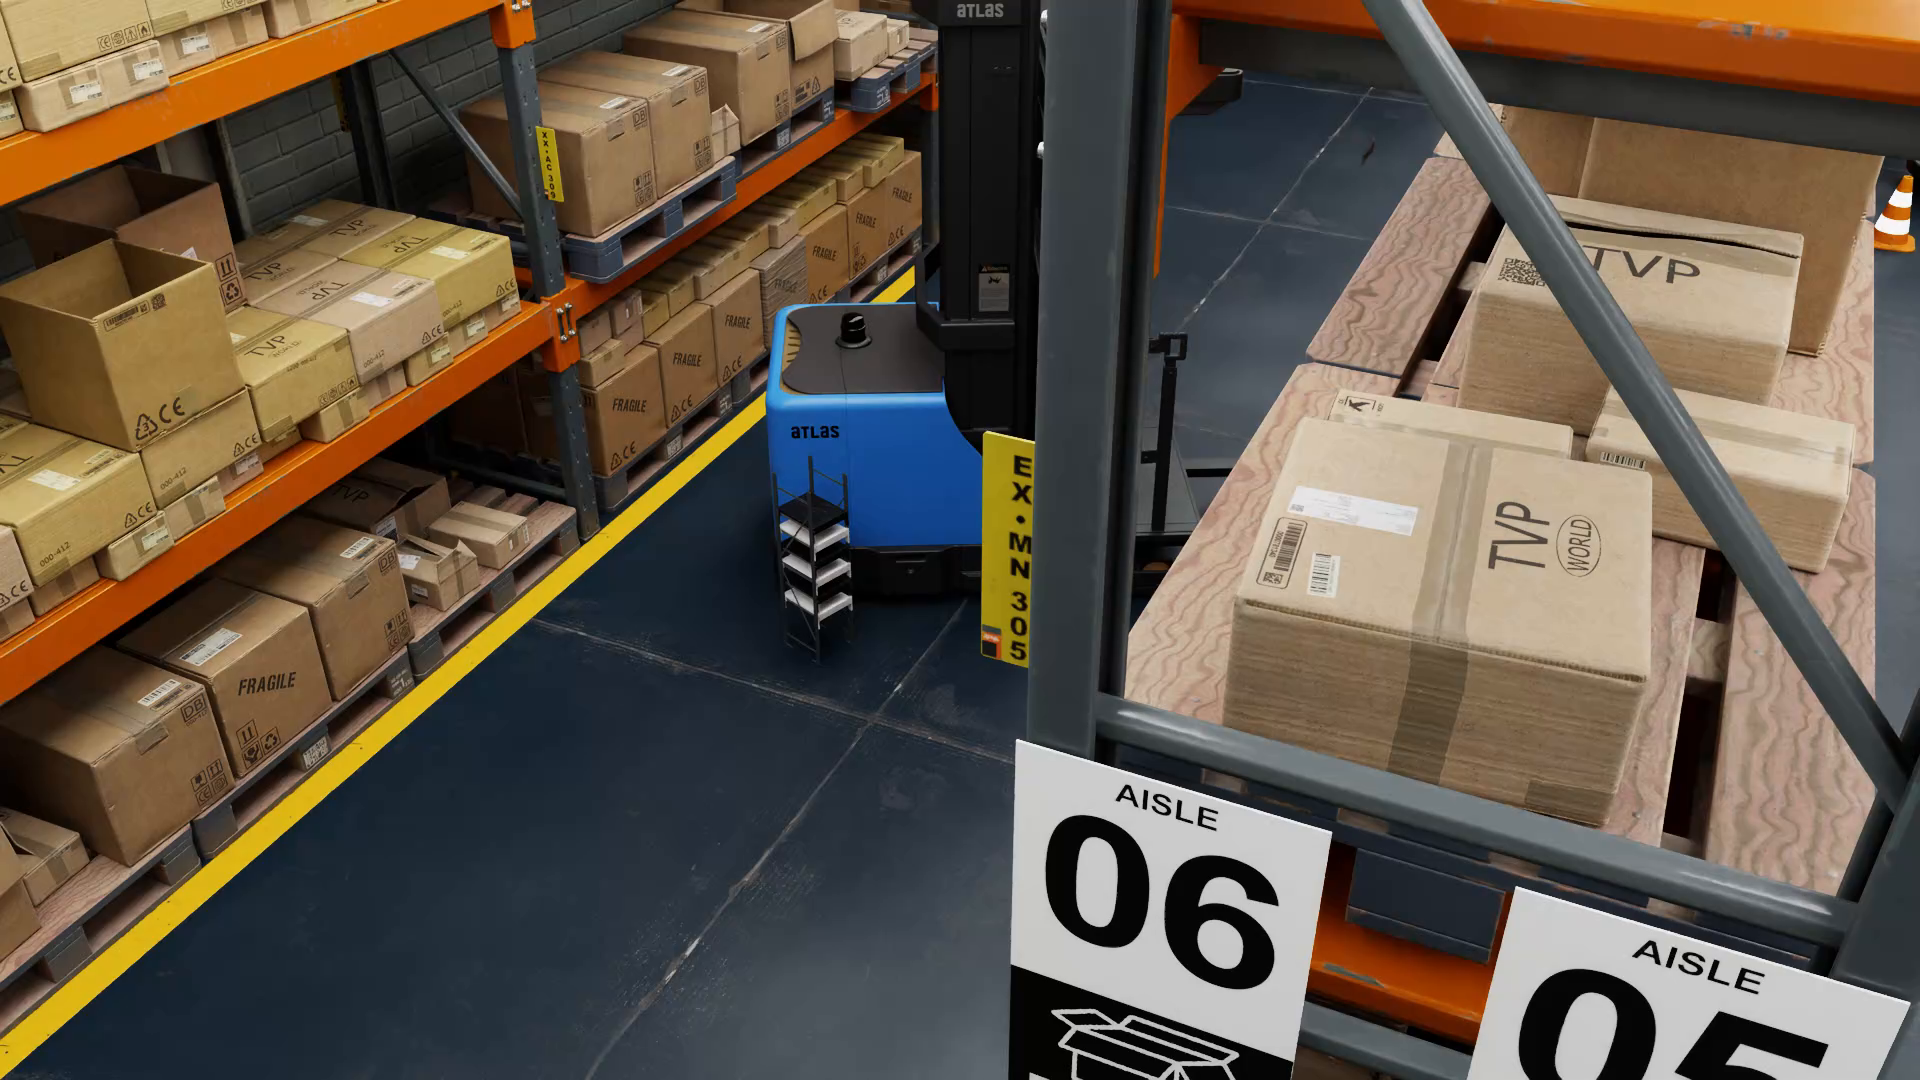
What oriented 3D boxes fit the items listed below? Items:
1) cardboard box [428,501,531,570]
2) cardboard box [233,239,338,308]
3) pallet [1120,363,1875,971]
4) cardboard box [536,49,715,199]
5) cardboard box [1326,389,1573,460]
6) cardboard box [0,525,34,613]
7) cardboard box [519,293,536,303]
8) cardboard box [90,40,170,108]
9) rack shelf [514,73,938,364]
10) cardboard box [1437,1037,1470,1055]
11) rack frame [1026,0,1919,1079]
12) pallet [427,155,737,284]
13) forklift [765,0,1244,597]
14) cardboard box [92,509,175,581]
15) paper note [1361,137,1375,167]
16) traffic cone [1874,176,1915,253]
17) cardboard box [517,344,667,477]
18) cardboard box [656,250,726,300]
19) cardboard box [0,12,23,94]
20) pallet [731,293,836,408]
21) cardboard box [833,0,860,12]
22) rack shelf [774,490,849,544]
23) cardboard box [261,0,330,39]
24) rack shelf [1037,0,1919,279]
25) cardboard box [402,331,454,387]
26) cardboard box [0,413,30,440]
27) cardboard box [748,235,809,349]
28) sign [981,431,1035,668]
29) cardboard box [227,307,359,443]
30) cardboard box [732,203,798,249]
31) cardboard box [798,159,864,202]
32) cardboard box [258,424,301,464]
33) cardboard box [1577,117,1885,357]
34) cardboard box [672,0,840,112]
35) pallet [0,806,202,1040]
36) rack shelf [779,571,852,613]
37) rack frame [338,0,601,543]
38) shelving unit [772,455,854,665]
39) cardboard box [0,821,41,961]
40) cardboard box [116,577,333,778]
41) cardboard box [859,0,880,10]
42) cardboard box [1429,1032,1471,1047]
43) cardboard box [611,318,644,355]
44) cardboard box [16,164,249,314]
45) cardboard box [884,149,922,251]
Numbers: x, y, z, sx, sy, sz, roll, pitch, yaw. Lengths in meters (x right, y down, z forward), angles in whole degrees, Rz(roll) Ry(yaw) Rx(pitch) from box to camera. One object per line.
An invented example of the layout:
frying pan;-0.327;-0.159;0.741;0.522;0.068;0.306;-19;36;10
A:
cardboard box;-2.243;-0.024;7.768;0.380;0.149;0.250;13;35;19
cardboard box;-2.932;-1.011;6.922;0.500;0.250;0.500;14;36;20
pallet;0.861;0.154;2.624;1.003;0.211;1.213;14;36;20
cardboard box;-1.654;-2.050;8.167;0.700;0.500;0.500;15;36;21
cardboard box;0.769;-0.095;2.679;0.380;0.149;0.250;11;35;17
cardboard box;-3.304;0.130;5.182;0.500;0.250;0.500;15;36;21
cardboard box;-2.279;-1.169;8.602;0.380;0.149;0.250;14;36;21
cardboard box;-2.776;-1.514;5.318;0.380;0.149;0.250;15;36;21
rack shelf;-1.439;-2.081;9.344;1.077;0.370;4.000;14;36;20
cardboard box;1.020;1.110;2.819;0.500;0.500;0.500;13;36;19
rack frame;0.560;-0.765;1.210;1.000;3.000;0.127;14;36;20
pallet;-1.843;-1.678;8.249;1.003;0.211;1.213;14;36;20
forklift;0.627;-1.240;7.468;3.031;2.935;1.130;-1;33;-2
cardboard box;-2.979;-0.019;5.773;0.380;0.149;0.250;13;35;19
paper note;0.910;-0.868;3.716;0.006;0.032;0.123;14;36;21
traffic cone;6.334;-2.233;11.234;0.336;0.463;0.334;14;36;20
cardboard box;-1.869;-0.705;8.486;0.500;0.500;0.500;16;36;23
cardboard box;-1.501;-1.446;9.025;0.380;0.149;0.250;14;36;20
cardboard box;-3.096;-1.378;4.745;0.500;0.250;0.500;13;35;19
pallet;-1.461;-1.243;9.953;1.003;0.211;1.213;14;36;20
cardboard box;-0.960;-3.375;10.187;0.500;0.500;0.500;16;36;23
rack shelf;-0.637;-0.102;7.154;0.258;0.077;0.200;28;42;35
cardboard box;-2.491;-1.914;5.927;0.380;0.149;0.250;14;36;20
rack shelf;1.397;-1.293;3.036;1.077;0.370;4.000;14;36;20
cardboard box;-2.356;-0.794;6.955;0.380;0.149;0.250;15;36;22
cardboard box;-3.570;-0.247;5.757;0.500;0.250;0.500;15;36;22
cardboard box;-1.220;-1.477;9.664;0.500;0.500;0.500;13;35;19
sign;0.073;0.021;2.012;0.100;0.325;0.005;14;36;20
cardboard box;-2.685;-0.639;6.355;0.500;0.250;0.500;14;36;20
cardboard box;-1.160;-1.821;9.597;0.380;0.149;0.250;12;35;18
cardboard box;-0.816;-2.211;10.192;0.380;0.149;0.250;13;35;19
cardboard box;-2.781;-0.433;6.404;0.380;0.149;0.250;15;36;21
cardboard box;1.540;-0.740;3.342;0.500;0.500;0.500;15;36;21
cardboard box;-1.118;-2.741;9.218;0.797;0.503;0.637;13;36;19
pallet;-3.585;1.338;6.018;1.003;0.211;1.213;14;36;20
rack shelf;-0.637;0.199;7.351;0.258;0.077;0.200;28;42;35
rack frame;-2.276;-1.385;7.627;1.000;3.000;0.127;14;36;20
shelving unit;-0.637;0.096;7.284;0.258;0.900;0.210;28;42;35
cardboard box;-3.608;1.192;5.590;0.797;0.503;0.637;13;35;19
cardboard box;-2.903;0.536;6.593;0.500;0.500;0.500;15;36;21
cardboard box;-0.647;-3.597;11.138;0.500;0.250;0.500;13;36;19
cardboard box;1.005;0.752;2.773;0.380;0.149;0.250;15;36;22
cardboard box;-1.839;-1.060;8.437;0.380;0.149;0.250;13;35;19
cardboard box;-3.141;-1.080;6.343;0.500;0.500;0.500;13;35;19
cardboard box;-0.584;-2.248;10.840;0.500;0.500;0.500;15;36;22
